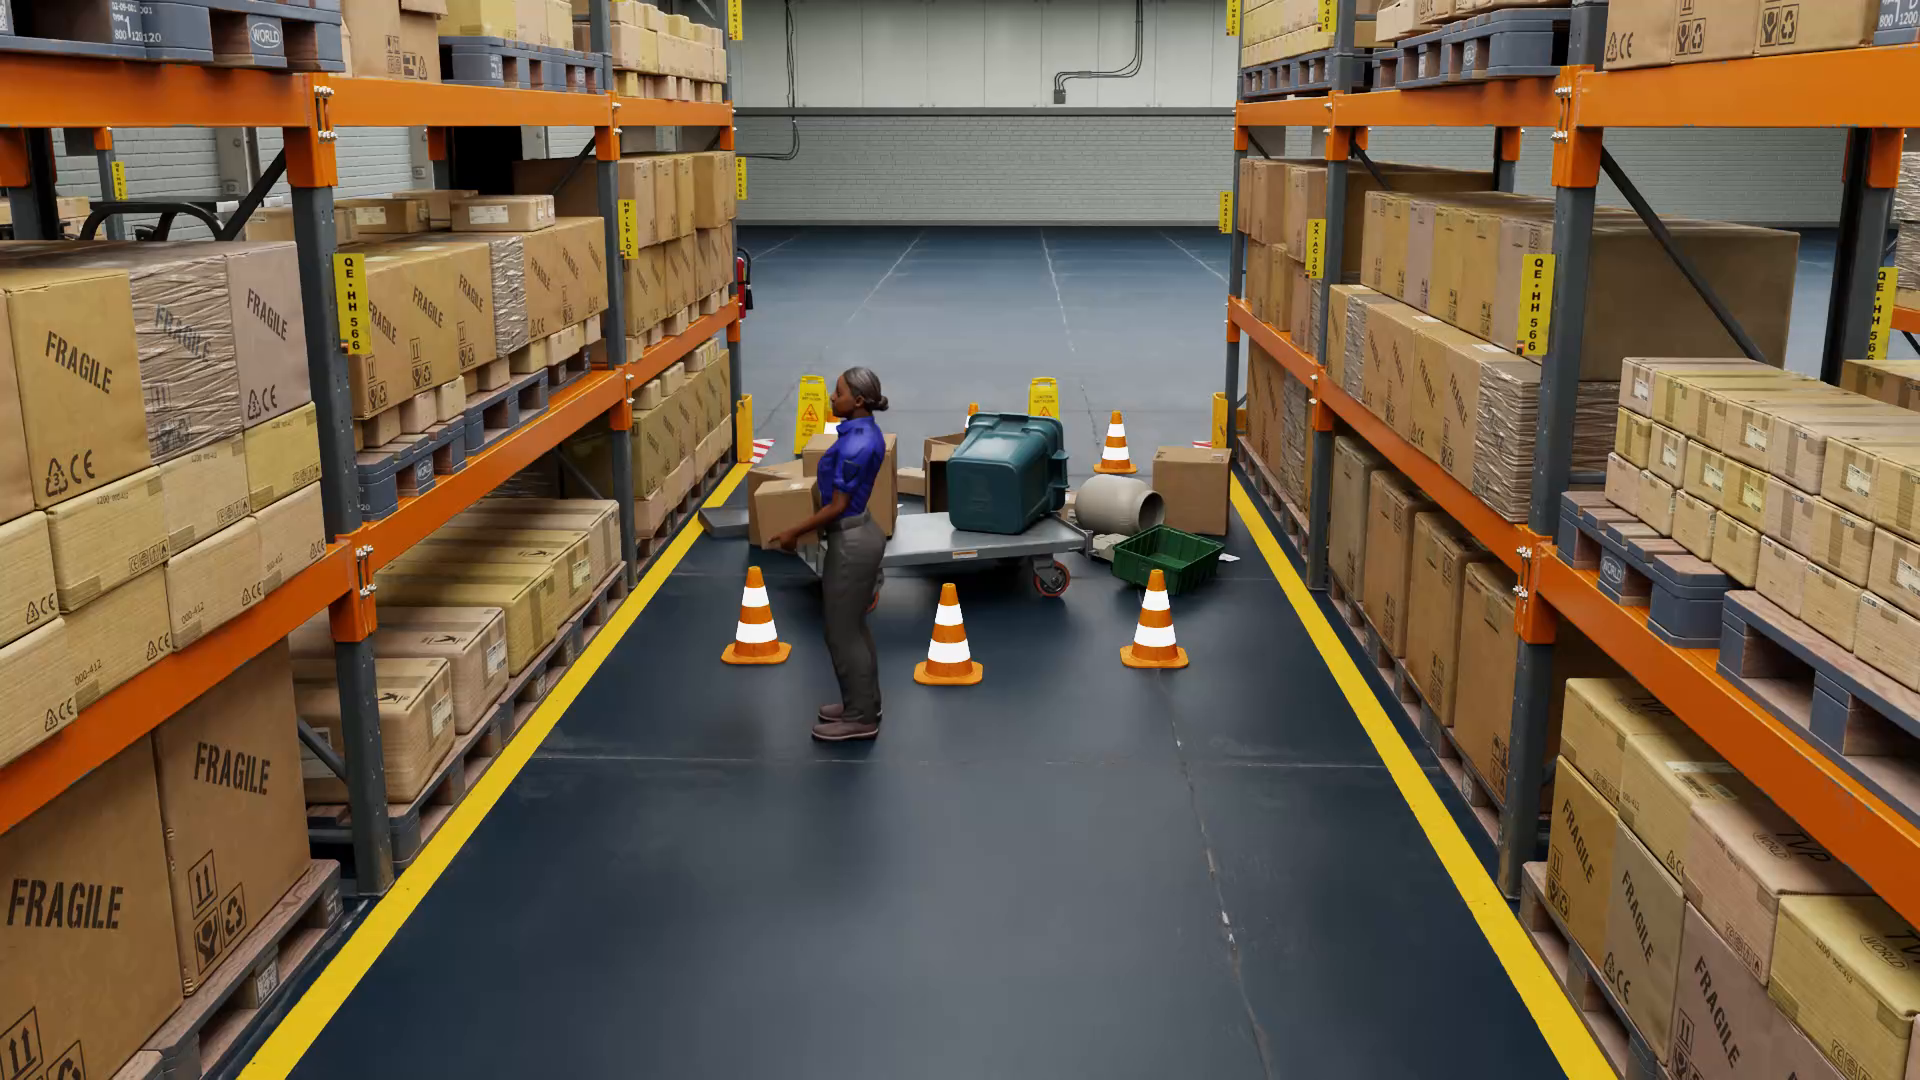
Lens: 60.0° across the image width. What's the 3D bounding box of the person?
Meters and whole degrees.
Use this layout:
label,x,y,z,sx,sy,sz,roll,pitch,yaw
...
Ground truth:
label,x,y,z,sx,sy,sz,roll,pitch,yaw
person,-0.564,0.051,7.328,0.520,1.649,0.451,1,14,3
